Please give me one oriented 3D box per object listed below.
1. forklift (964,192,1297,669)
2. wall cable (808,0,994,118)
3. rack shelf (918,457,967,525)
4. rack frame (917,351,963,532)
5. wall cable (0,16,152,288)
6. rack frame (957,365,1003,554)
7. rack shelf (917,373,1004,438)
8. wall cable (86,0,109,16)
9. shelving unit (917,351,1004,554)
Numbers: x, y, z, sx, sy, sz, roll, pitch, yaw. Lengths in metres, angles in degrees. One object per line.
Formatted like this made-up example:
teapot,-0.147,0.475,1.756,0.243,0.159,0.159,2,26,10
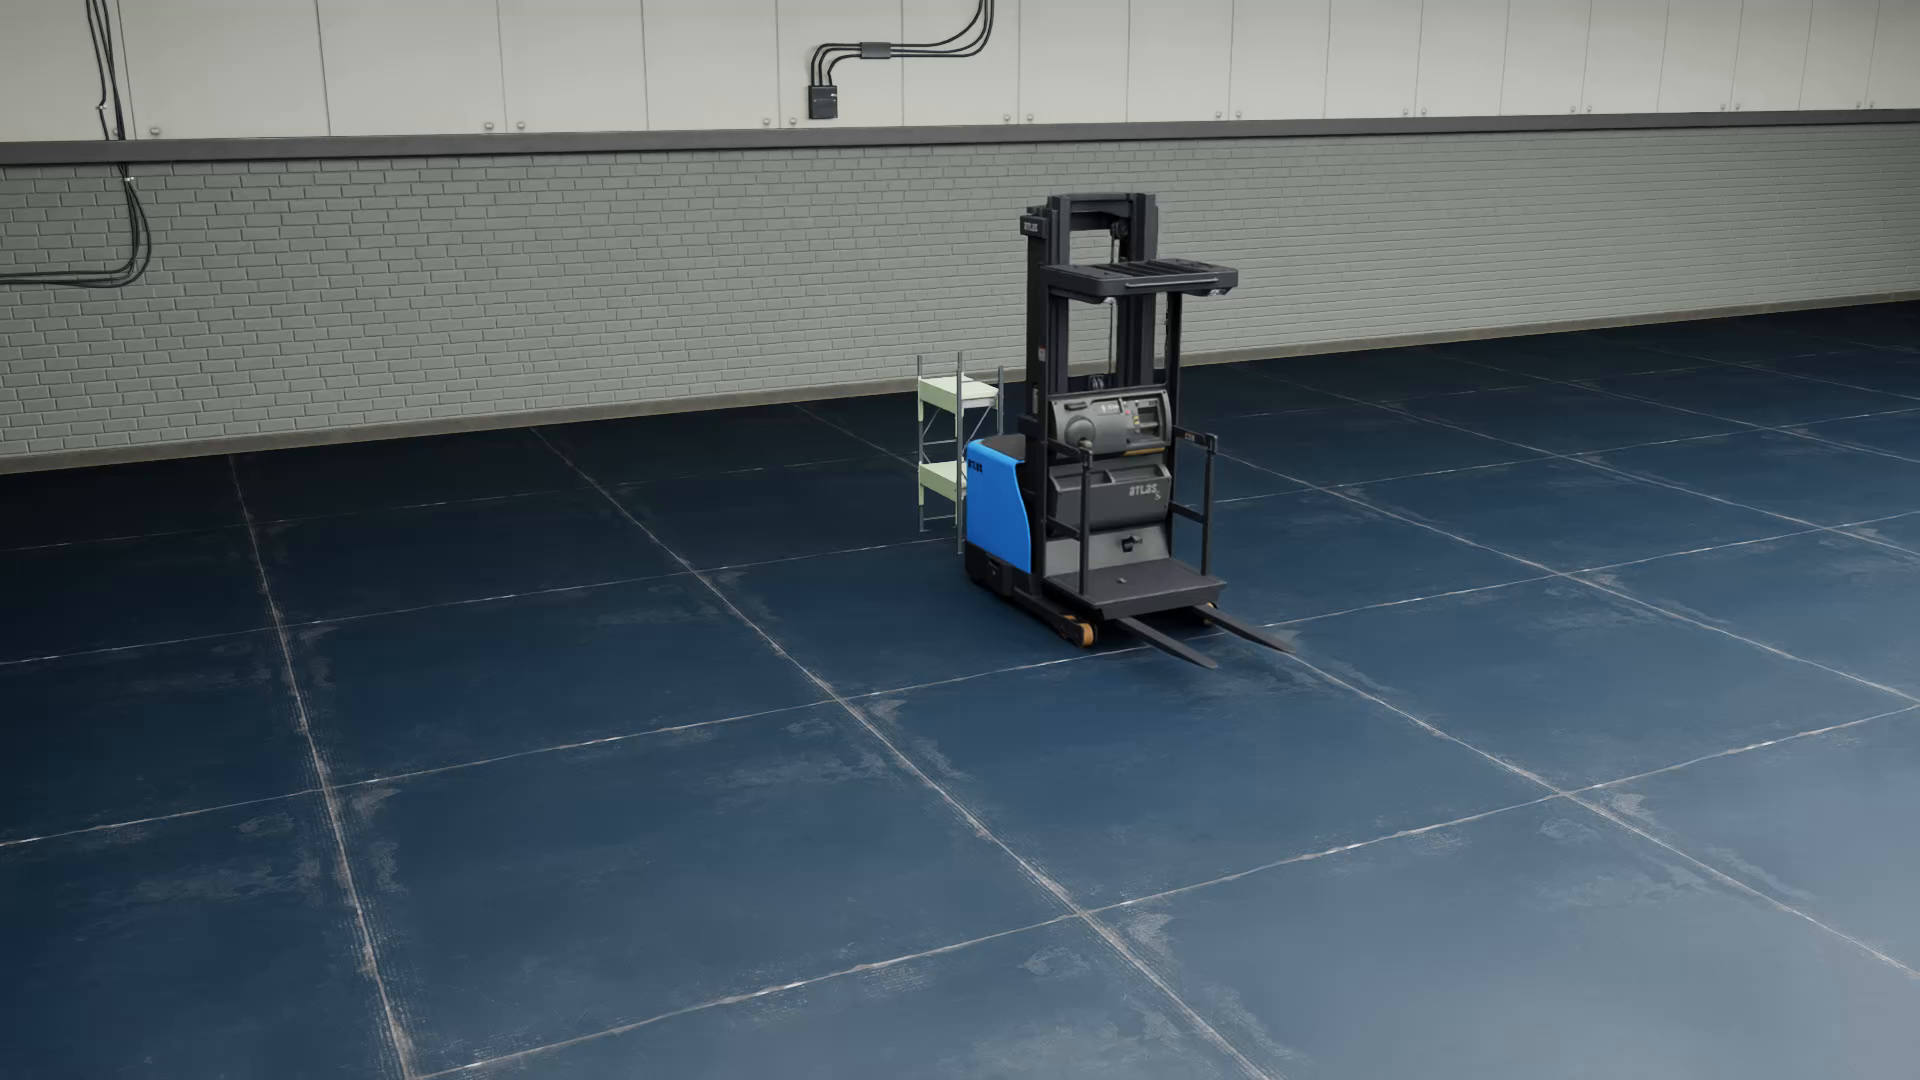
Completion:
forklift,1.149,-0.823,11.306,1.130,2.935,3.031,-8,18,-26
wall cable,-0.622,-7.728,18.199,2.305,6.003,0.169,-8,18,-25
rack shelf,-0.003,-0.409,13.639,0.431,0.370,0.720,-8,18,-25
rack frame,-0.163,-0.813,13.866,0.400,1.500,0.023,-8,18,-25
wall cable,-9.163,-3.457,15.113,3.097,2.526,0.112,-8,18,-25
rack frame,0.157,-0.632,13.233,0.400,1.500,0.023,-8,18,-25
rack shelf,-0.003,-1.098,13.442,0.431,0.370,0.720,-8,18,-25
wall cable,-6.731,-6.212,15.555,3.097,2.526,0.112,-8,18,-25
shelving unit,-0.003,-0.723,13.550,0.431,1.500,0.755,-8,18,-25
